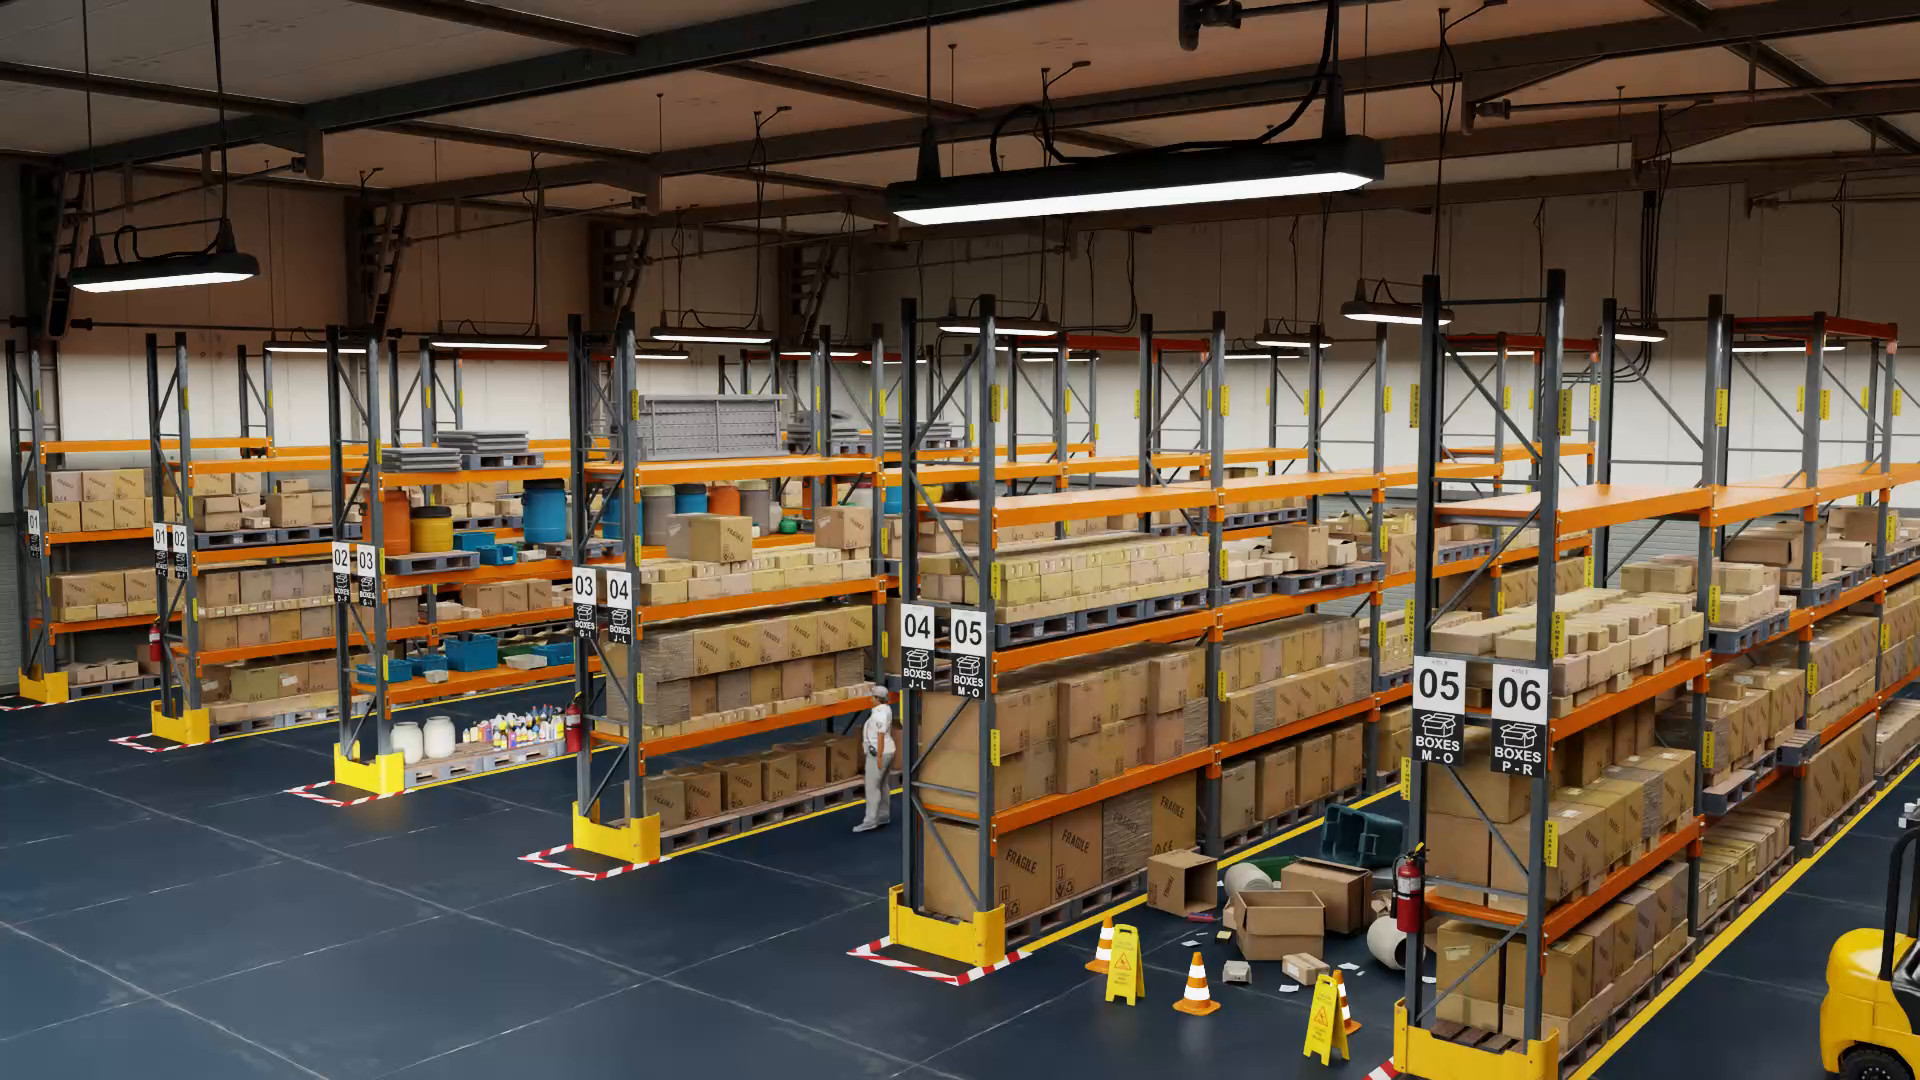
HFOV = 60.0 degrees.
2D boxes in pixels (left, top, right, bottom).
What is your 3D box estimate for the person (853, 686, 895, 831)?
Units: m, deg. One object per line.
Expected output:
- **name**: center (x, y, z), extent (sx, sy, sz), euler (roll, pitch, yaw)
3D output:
- **person**: center (-1.008, 2.568, 19.685), extent (0.454, 1.676, 0.591), euler (1, 5, 7)
